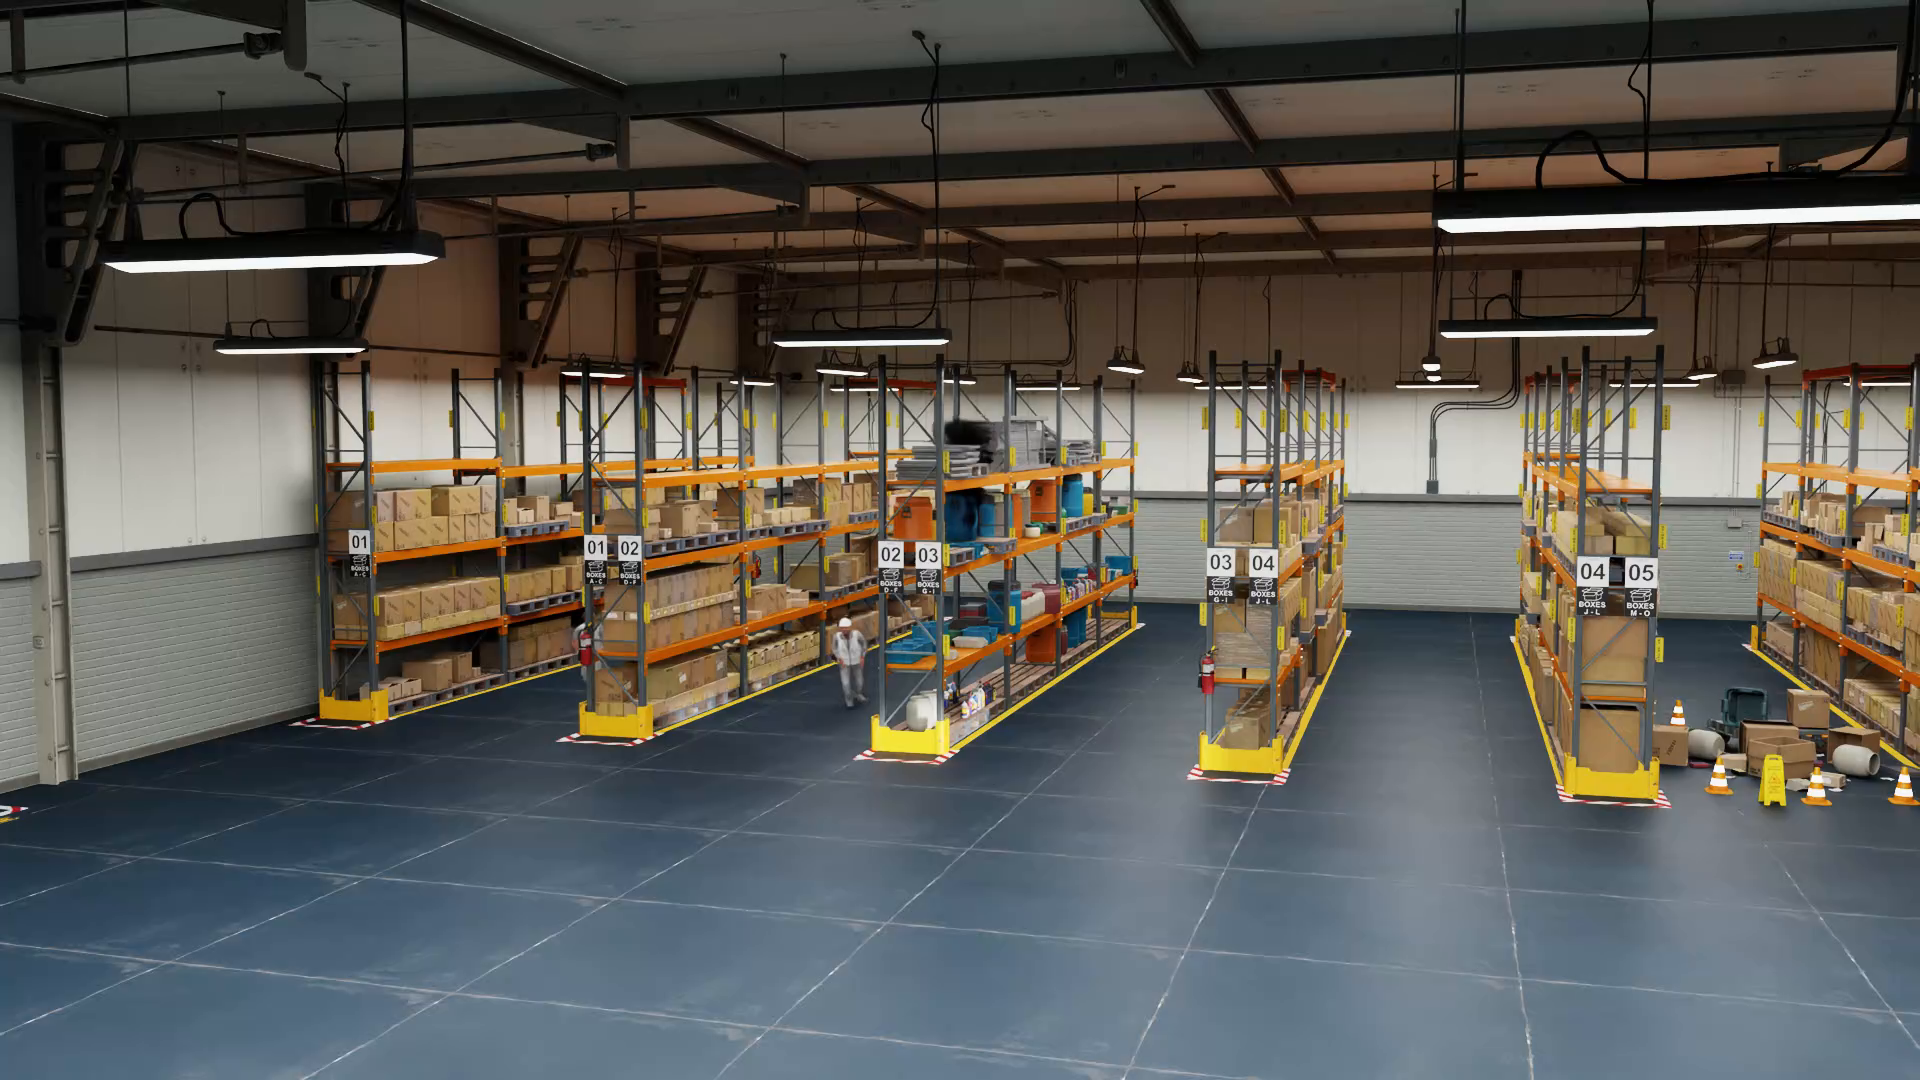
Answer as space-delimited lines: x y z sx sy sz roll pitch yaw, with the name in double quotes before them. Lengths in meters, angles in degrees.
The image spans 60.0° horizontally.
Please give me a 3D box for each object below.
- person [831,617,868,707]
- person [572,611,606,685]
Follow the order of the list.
"person" -1.923 2.120 29.022 0.642 1.615 0.922 -1 4 -7
"person" -6.437 2.059 29.108 0.659 1.739 0.824 0 4 4
